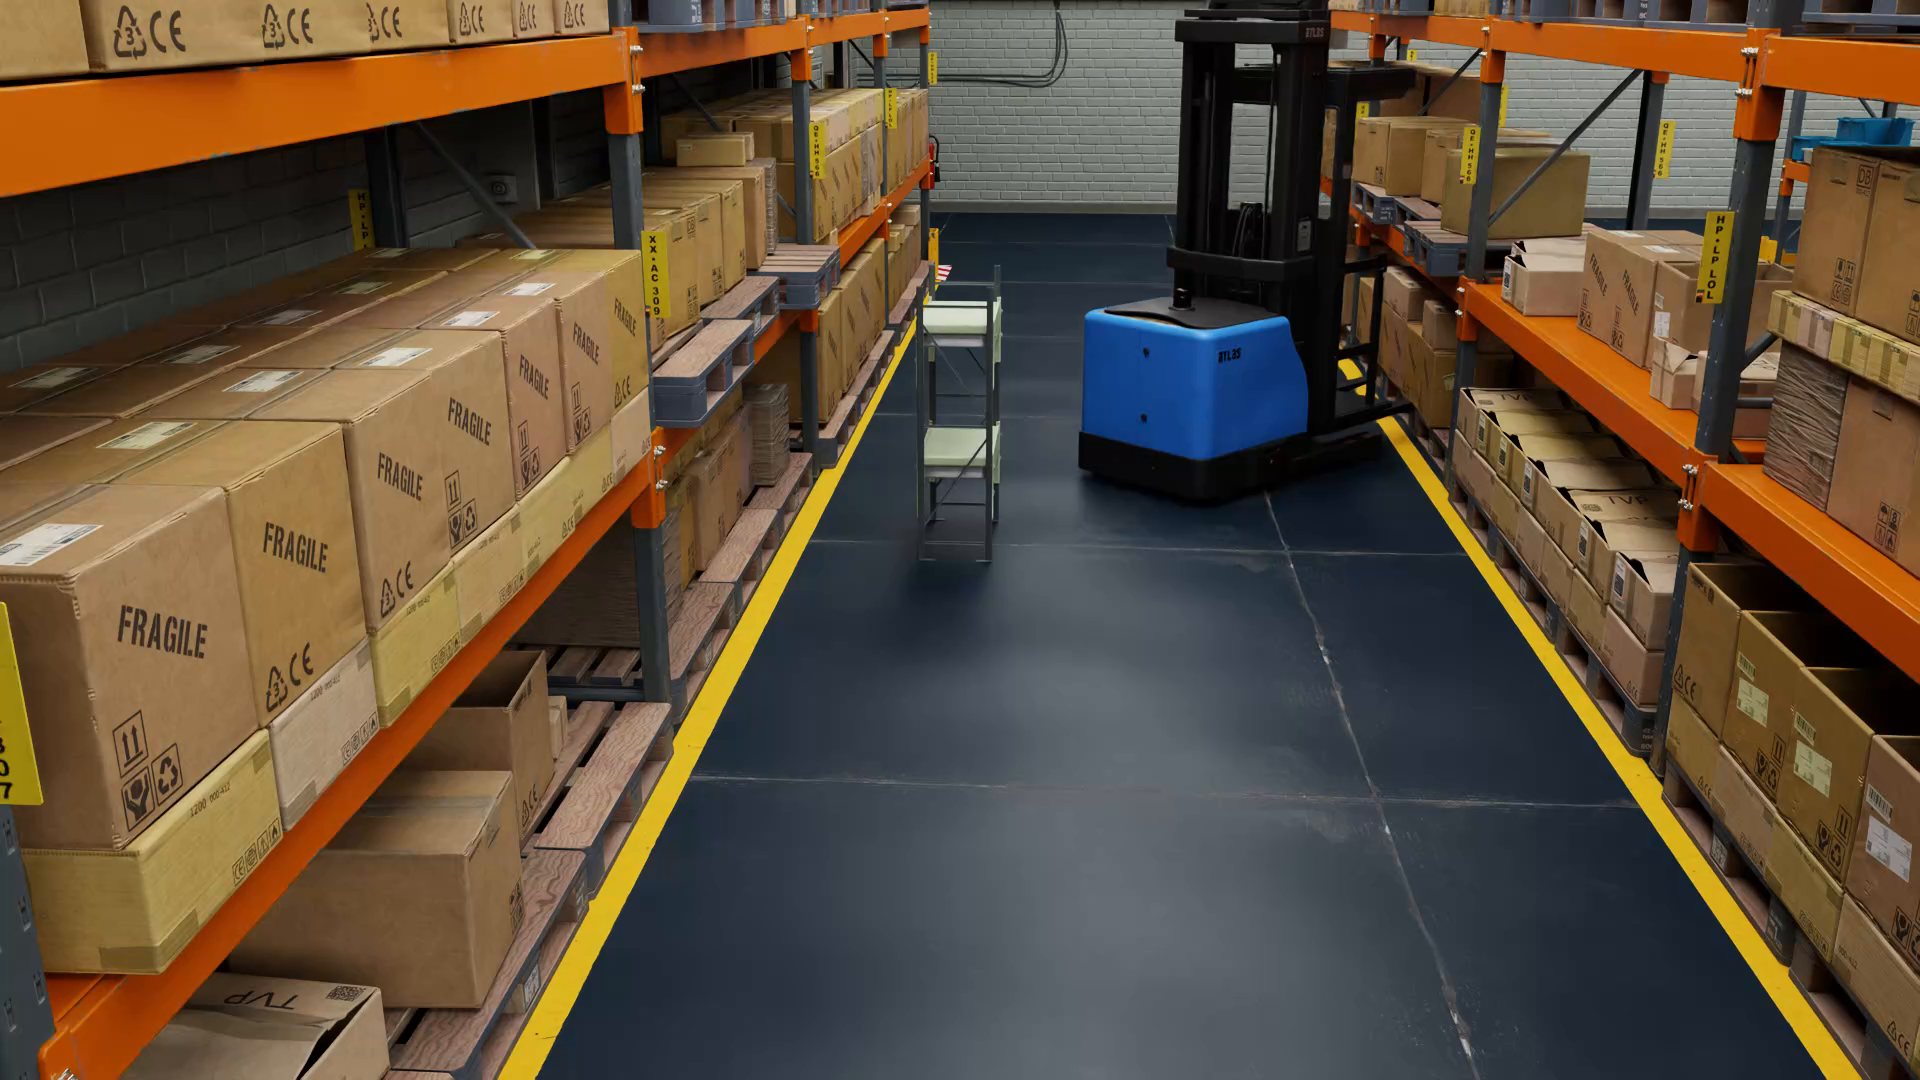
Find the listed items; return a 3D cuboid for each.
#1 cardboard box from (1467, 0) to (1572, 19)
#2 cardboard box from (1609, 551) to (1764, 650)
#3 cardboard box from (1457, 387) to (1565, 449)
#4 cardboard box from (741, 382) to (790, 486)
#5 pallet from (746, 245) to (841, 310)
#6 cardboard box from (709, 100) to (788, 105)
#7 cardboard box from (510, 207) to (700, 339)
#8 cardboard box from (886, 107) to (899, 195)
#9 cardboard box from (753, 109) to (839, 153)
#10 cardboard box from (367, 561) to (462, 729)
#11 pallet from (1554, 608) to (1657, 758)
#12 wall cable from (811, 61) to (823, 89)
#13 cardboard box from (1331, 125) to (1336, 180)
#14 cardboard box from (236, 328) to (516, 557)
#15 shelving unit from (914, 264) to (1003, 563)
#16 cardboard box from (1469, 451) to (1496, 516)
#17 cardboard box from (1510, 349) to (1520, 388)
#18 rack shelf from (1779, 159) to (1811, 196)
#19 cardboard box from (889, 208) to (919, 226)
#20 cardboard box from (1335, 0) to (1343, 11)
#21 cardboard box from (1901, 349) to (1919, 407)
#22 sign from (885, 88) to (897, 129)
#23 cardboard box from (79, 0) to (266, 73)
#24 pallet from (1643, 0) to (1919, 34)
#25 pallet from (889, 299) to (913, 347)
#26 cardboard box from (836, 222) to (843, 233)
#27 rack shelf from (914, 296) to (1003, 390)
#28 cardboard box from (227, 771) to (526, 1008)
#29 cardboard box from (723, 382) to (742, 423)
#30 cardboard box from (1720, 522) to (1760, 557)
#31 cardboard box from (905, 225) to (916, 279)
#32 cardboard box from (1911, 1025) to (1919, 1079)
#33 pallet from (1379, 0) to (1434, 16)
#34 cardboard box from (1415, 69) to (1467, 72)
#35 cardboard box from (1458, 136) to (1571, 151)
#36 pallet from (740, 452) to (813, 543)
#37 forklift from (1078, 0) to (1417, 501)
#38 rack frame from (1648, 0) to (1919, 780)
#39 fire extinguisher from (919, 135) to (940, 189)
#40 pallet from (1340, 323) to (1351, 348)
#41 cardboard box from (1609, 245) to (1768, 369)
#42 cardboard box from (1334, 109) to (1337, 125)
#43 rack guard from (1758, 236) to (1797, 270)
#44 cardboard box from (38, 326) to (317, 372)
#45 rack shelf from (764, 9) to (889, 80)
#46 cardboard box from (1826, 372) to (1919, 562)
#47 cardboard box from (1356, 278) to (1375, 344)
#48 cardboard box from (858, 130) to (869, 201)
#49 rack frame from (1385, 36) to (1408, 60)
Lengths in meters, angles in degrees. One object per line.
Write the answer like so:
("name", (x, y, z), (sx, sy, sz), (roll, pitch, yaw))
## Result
("cardboard box", (3.534, -3.340, 9.822), (0.910, 0.500, 0.500), (1, 18, 4))
("cardboard box", (2.992, 0.219, 6.777), (0.500, 0.311, 0.500), (1, 18, 4))
("cardboard box", (3.206, -0.735, 9.688), (0.500, 0.311, 0.500), (2, 18, 6))
("cardboard box", (-1.405, -0.637, 9.858), (0.700, 0.500, 0.500), (2, 18, 5))
("pallet", (-1.350, -1.526, 9.570), (1.213, 0.211, 1.003), (1, 18, 4))
("cardboard box", (-1.515, -3.020, 11.948), (0.500, 0.250, 0.500), (1, 18, 3))
("cardboard box", (-1.574, -1.186, 7.357), (0.700, 0.500, 0.500), (3, 18, 10))
("cardboard box", (-1.063, -3.394, 14.481), (0.980, 0.700, 0.700), (2, 18, 5))
("cardboard box", (-1.078, -2.698, 10.964), (0.500, 0.250, 0.500), (1, 18, 3))
("cardboard box", (-1.561, 0.242, 4.077), (0.500, 0.250, 0.500), (1, 18, 3))
("pallet", (3.263, 0.606, 7.233), (1.003, 0.211, 1.213), (1, 18, 4))
("wall cable", (-1.683, -5.227, 18.926), (0.084, 1.984, 1.851), (1, 18, 4))
("cardboard box", (3.673, -3.502, 15.132), (0.500, 0.500, 0.500), (2, 18, 5))
("cardboard box", (-1.531, -0.266, 4.423), (0.500, 0.500, 0.500), (2, 18, 6))
("shelving unit", (0.000, -0.711, 9.183), (0.431, 1.500, 0.755), (1, 18, 4))
("cardboard box", (3.170, -0.312, 9.299), (0.500, 0.250, 0.500), (1, 18, 2))
("cardboard box", (3.886, -1.050, 11.119), (0.500, 0.500, 0.500), (1, 18, 2))
("rack shelf", (8.907, -3.141, 15.347), (1.077, 0.370, 4.000), (1, 18, 4))
("cardboard box", (-0.627, -3.302, 16.982), (0.380, 0.149, 0.250), (2, 18, 5))
("cardboard box", (3.707, -4.950, 15.137), (0.500, 0.250, 0.500), (1, 18, 4))
("cardboard box", (2.965, -0.448, 4.771), (0.380, 0.149, 0.250), (1, 18, 2))
("sign", (-0.576, -3.586, 13.819), (0.100, 0.325, 0.005), (1, 18, 4))
("cardboard box", (-1.631, -1.103, 2.961), (0.500, 0.500, 0.500), (2, 18, 8))
("pallet", (3.300, -2.098, 6.497), (0.805, 0.209, 1.217), (1, 18, 2))
("pallet", (-0.986, -1.992, 15.164), (1.003, 0.211, 1.213), (1, 18, 4))
("cardboard box", (-1.051, -2.305, 12.010), (0.380, 0.149, 0.250), (1, 18, 4))
("rack shelf", (0.000, -1.081, 9.062), (0.431, 0.370, 0.720), (1, 18, 4))
("cardboard box", (-1.696, 1.006, 4.843), (0.700, 0.500, 0.500), (0, 18, 0))
("cardboard box", (-1.508, -0.818, 9.205), (0.500, 0.250, 0.500), (2, 18, 5))
("cardboard box", (3.569, 0.074, 7.222), (0.500, 0.311, 0.500), (1, 18, 3))
("cardboard box", (-0.818, -2.962, 16.985), (0.700, 0.500, 0.500), (1, 18, 4))
("cardboard box", (2.764, 1.376, 4.146), (0.500, 0.250, 0.500), (1, 18, 4))
("pallet", (3.635, -3.787, 11.646), (1.213, 0.211, 1.003), (1, 18, 4))
("cardboard box", (4.211, -3.956, 14.913), (0.500, 0.500, 0.500), (1, 18, 2))
("cardboard box", (3.725, -2.456, 11.267), (0.700, 0.500, 0.500), (5, 19, 14))
("pallet", (-1.463, -0.273, 9.917), (1.003, 0.211, 1.213), (1, 18, 4))
("forklift", (2.174, -1.998, 10.814), (3.031, 2.935, 1.130), (-16, 24, -41))
("rack frame", (3.249, -0.489, 6.098), (1.000, 3.000, 0.127), (1, 18, 4))
("fire extinguisher", (-0.360, -4.148, 17.988), (0.296, 0.674, 0.183), (1, 18, 4))
("pallet", (3.873, -1.862, 14.766), (1.003, 0.211, 1.213), (1, 18, 4))
("cardboard box", (3.394, -1.094, 7.783), (0.500, 0.500, 0.500), (1, 18, 4))
("cardboard box", (3.671, -3.975, 14.970), (0.500, 0.500, 0.500), (1, 18, 4))
("rack guard", (9.039, -2.924, 17.544), (1.175, 0.500, 0.348), (1, 18, 4))
("cardboard box", (-2.042, -0.275, 4.449), (0.500, 0.500, 0.500), (2, 18, 5))
("rack shelf", (-1.262, -3.545, 11.764), (1.077, 0.370, 4.000), (1, 18, 4))
("cardboard box", (3.192, -0.235, 5.161), (0.700, 0.500, 0.500), (1, 18, 3))
("cardboard box", (3.545, -1.850, 13.559), (0.500, 0.500, 0.500), (0, 18, 1))
("cardboard box", (-0.971, -2.818, 12.535), (0.500, 0.500, 0.500), (1, 18, 4))
("rack frame", (4.110, -4.216, 17.472), (1.000, 3.000, 0.127), (1, 18, 4))
